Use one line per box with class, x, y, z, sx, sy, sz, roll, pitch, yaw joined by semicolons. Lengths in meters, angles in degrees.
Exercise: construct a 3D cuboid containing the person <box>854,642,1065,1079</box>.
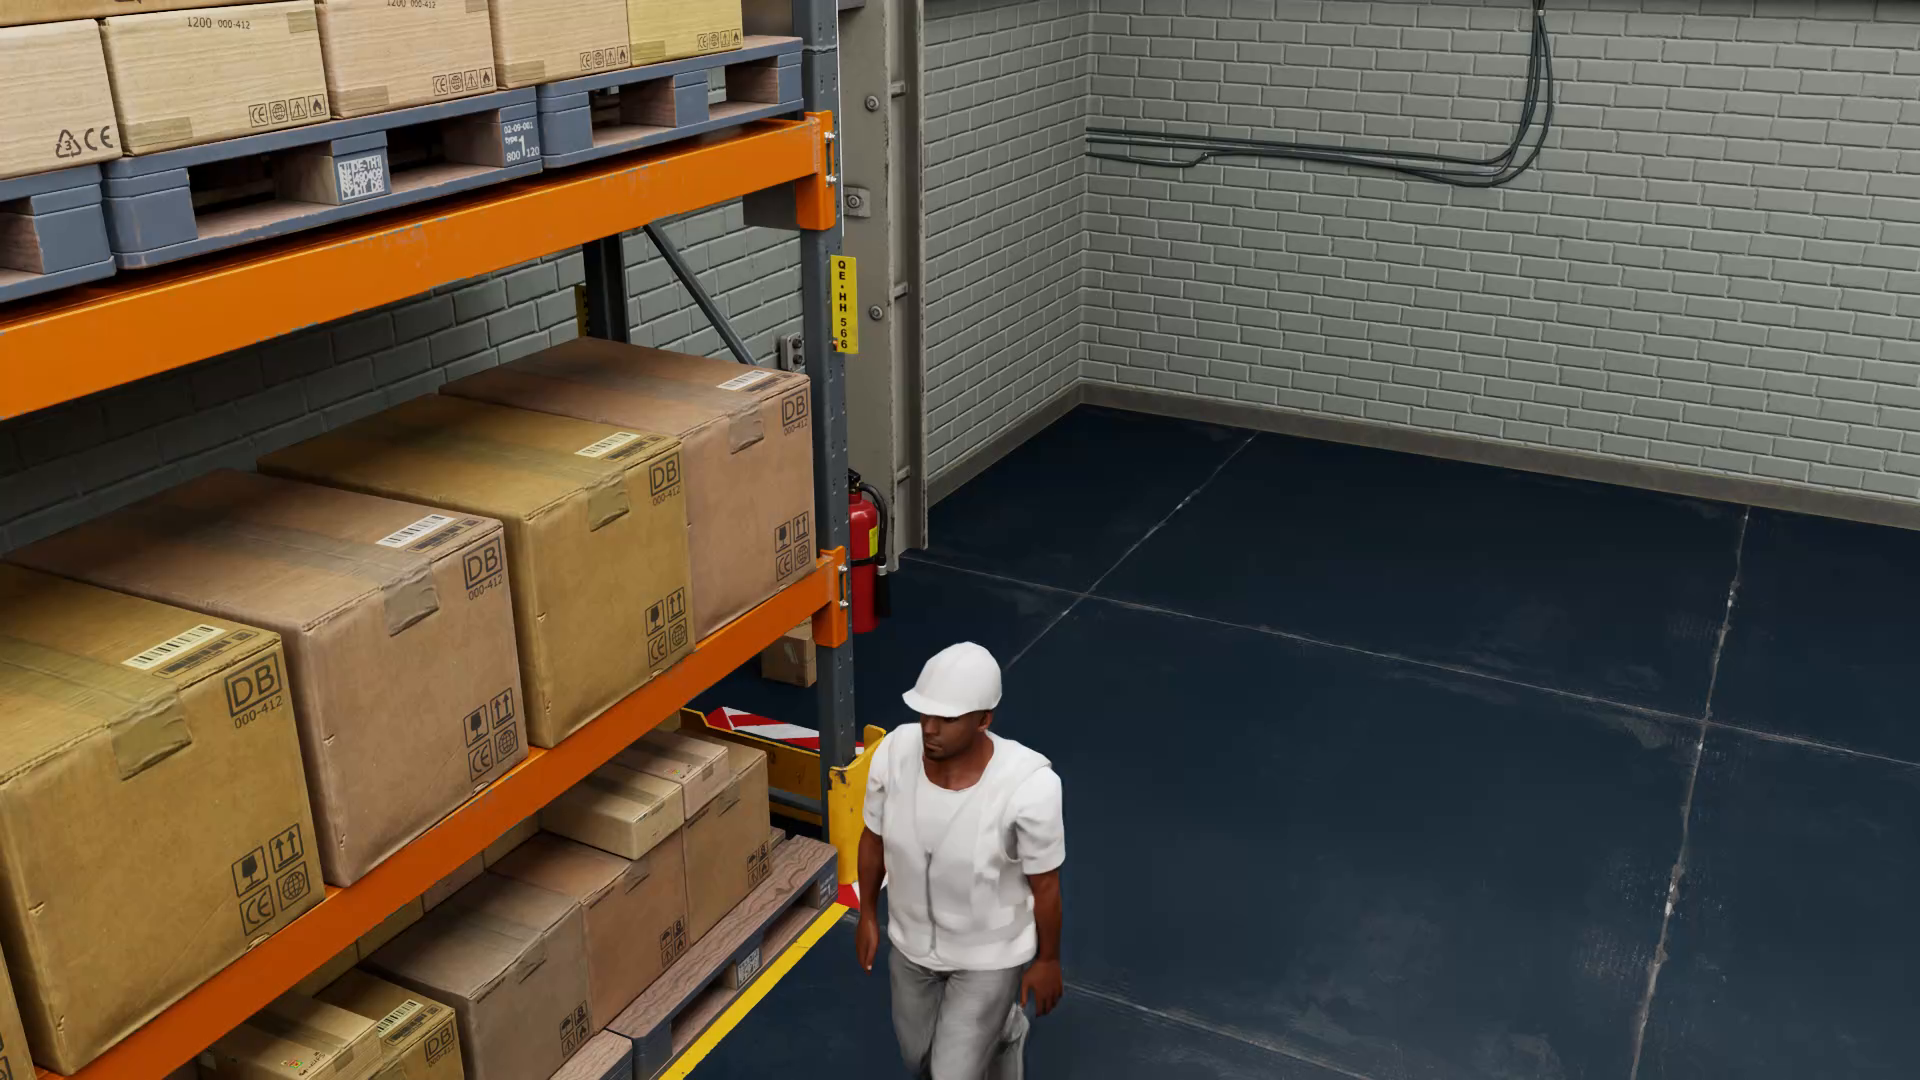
person;0.002;1.051;4.519;0.596;1.741;0.842;13;26;28
